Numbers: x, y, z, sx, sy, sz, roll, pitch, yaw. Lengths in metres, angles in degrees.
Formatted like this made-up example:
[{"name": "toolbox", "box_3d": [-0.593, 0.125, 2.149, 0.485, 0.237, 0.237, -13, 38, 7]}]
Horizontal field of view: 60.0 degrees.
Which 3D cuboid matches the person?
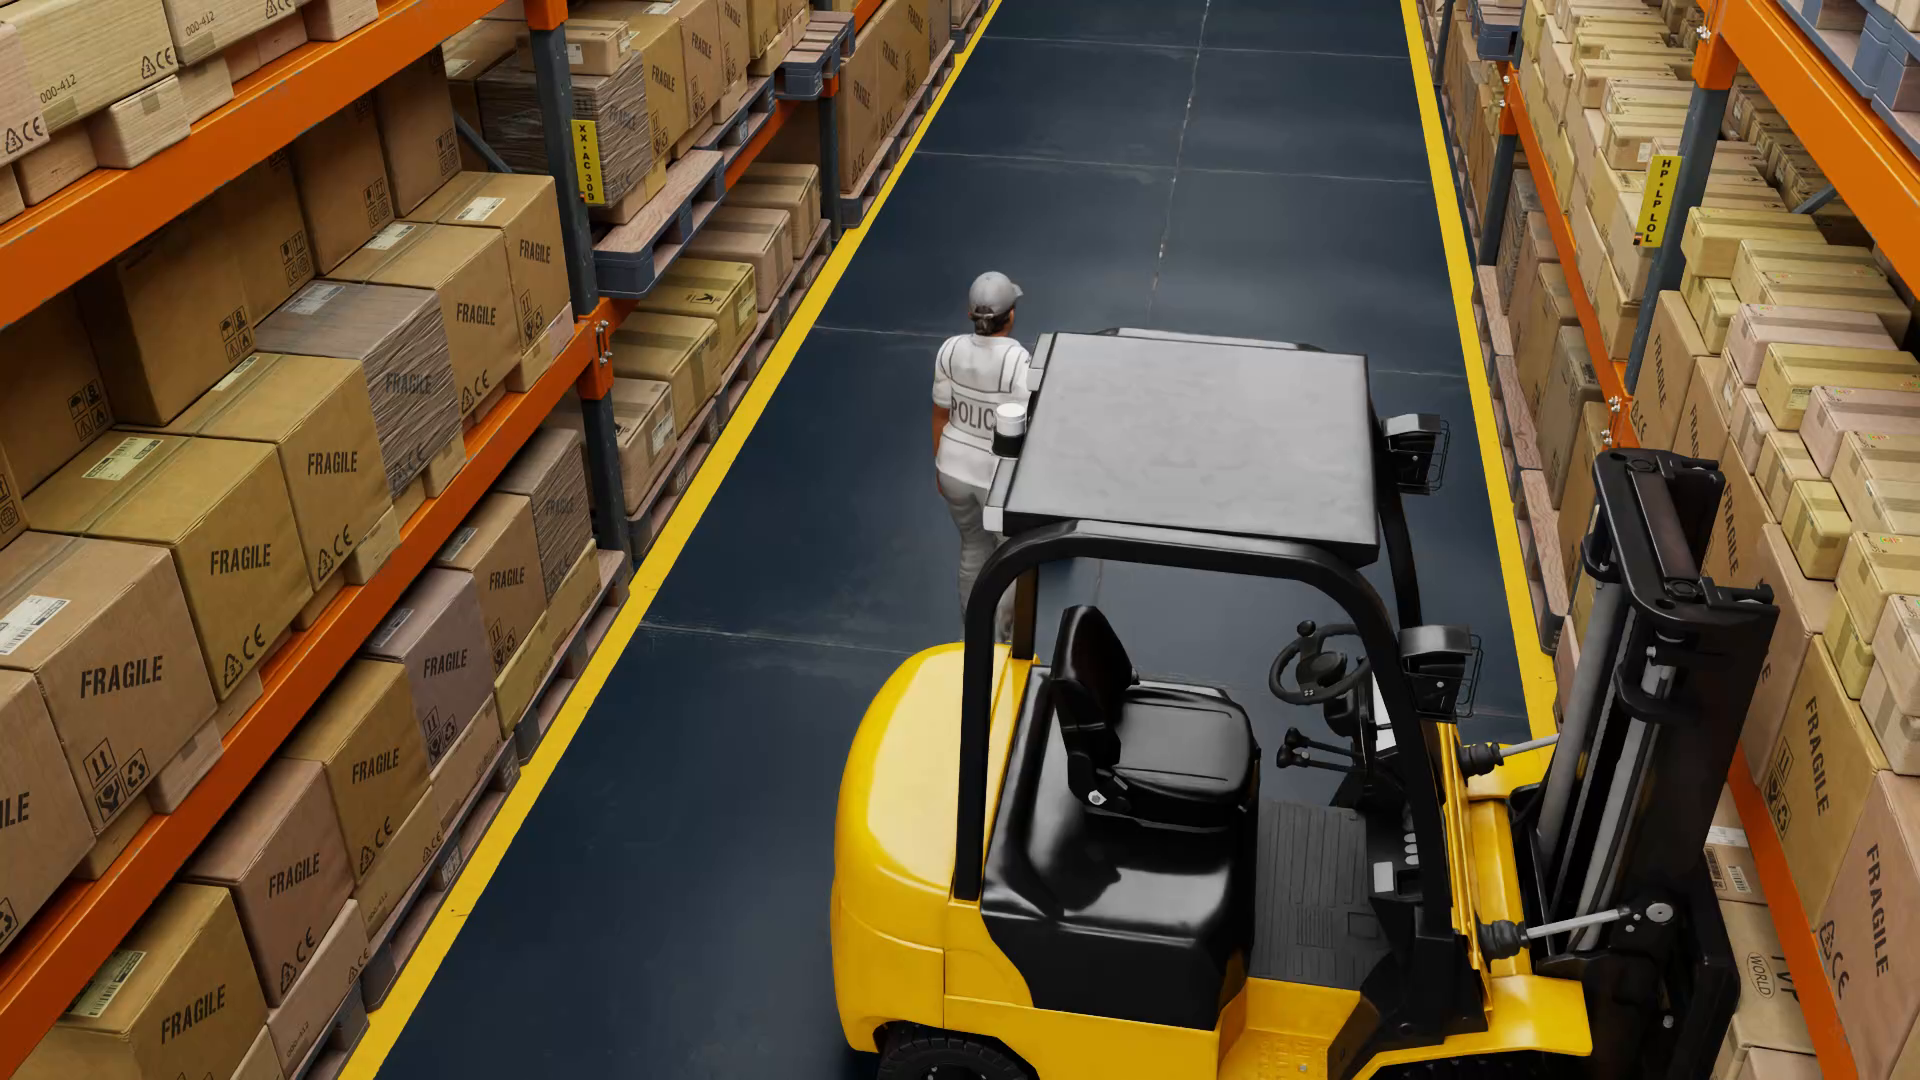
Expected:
[{"name": "person", "box_3d": [0.099, -0.297, 6.466, 0.485, 1.527, 0.482, 20, 38, 29]}]
